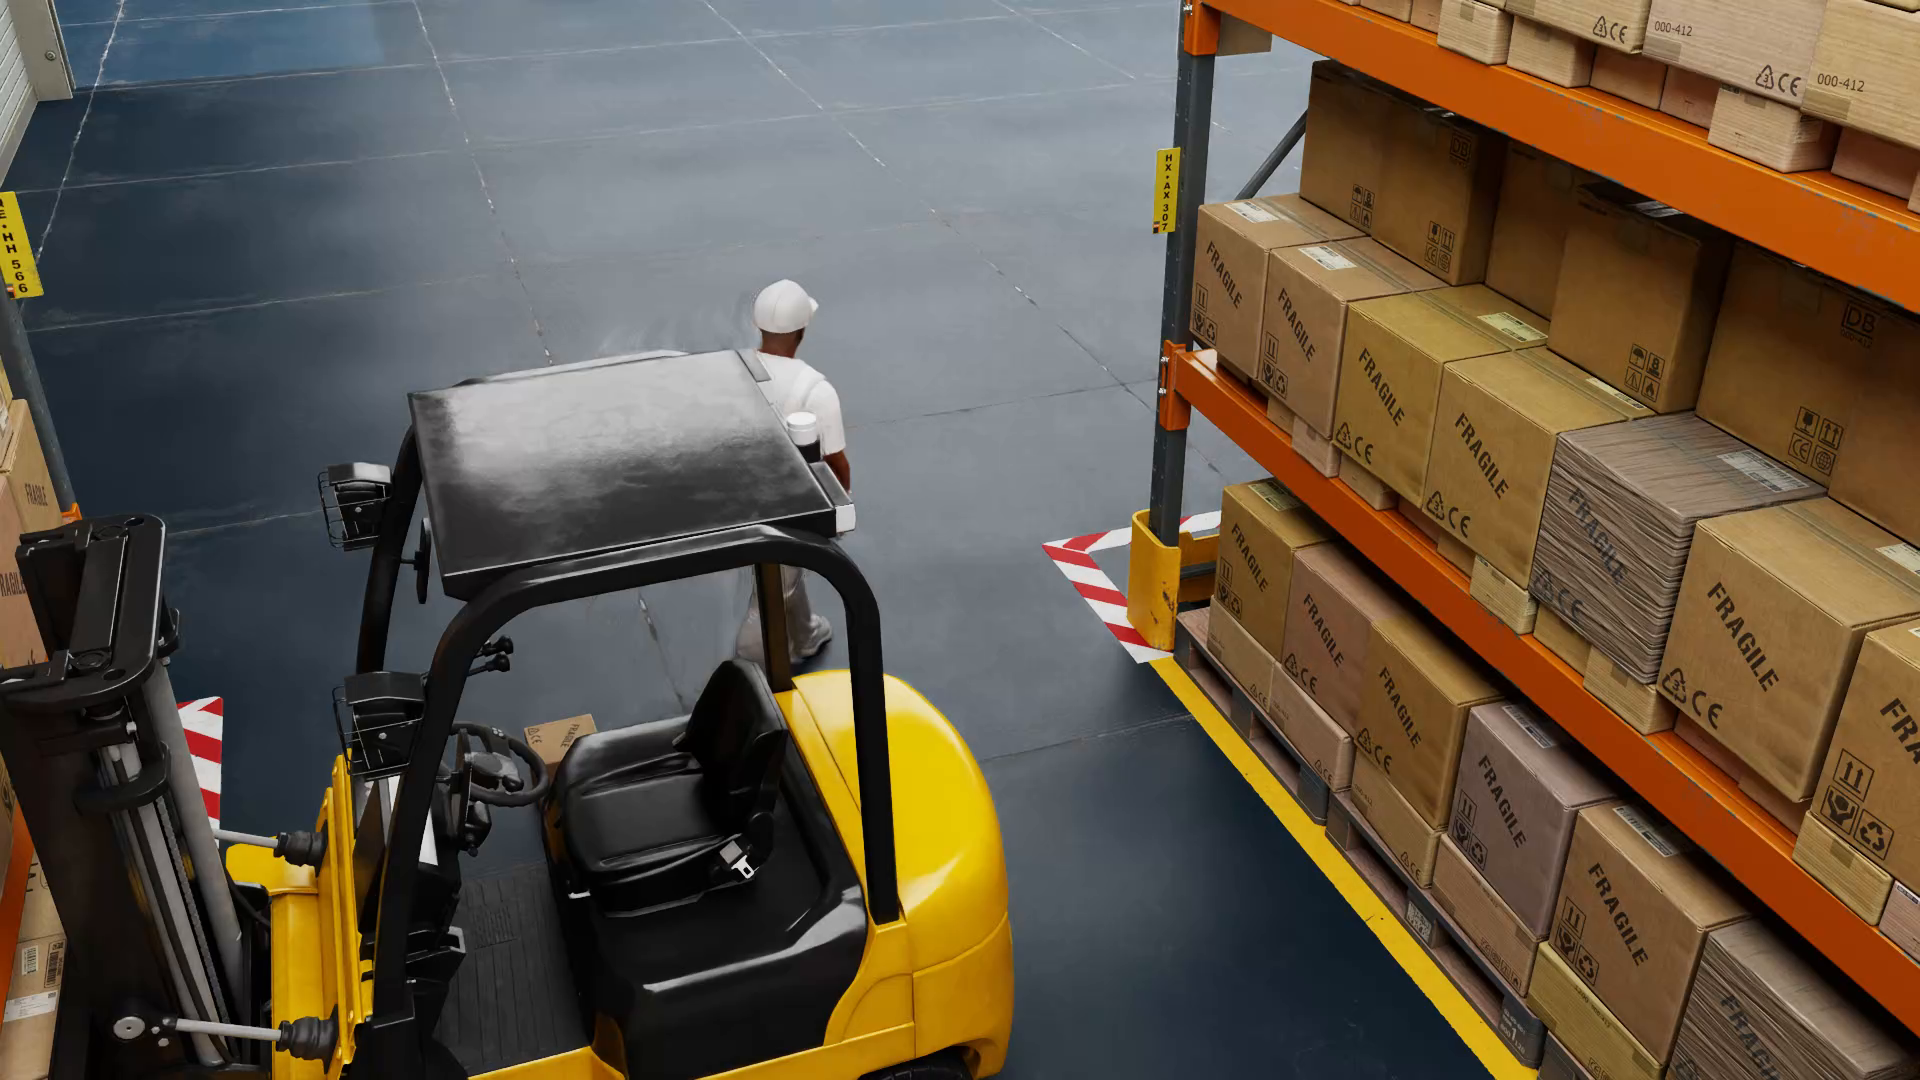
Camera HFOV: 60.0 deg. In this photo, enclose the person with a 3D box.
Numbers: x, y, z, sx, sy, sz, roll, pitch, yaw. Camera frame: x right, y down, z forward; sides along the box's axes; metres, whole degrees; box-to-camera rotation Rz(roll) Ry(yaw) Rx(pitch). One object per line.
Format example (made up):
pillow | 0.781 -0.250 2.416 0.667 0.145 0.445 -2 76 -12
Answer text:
person | -0.661 -0.164 6.377 0.564 1.745 0.847 19 35 30
